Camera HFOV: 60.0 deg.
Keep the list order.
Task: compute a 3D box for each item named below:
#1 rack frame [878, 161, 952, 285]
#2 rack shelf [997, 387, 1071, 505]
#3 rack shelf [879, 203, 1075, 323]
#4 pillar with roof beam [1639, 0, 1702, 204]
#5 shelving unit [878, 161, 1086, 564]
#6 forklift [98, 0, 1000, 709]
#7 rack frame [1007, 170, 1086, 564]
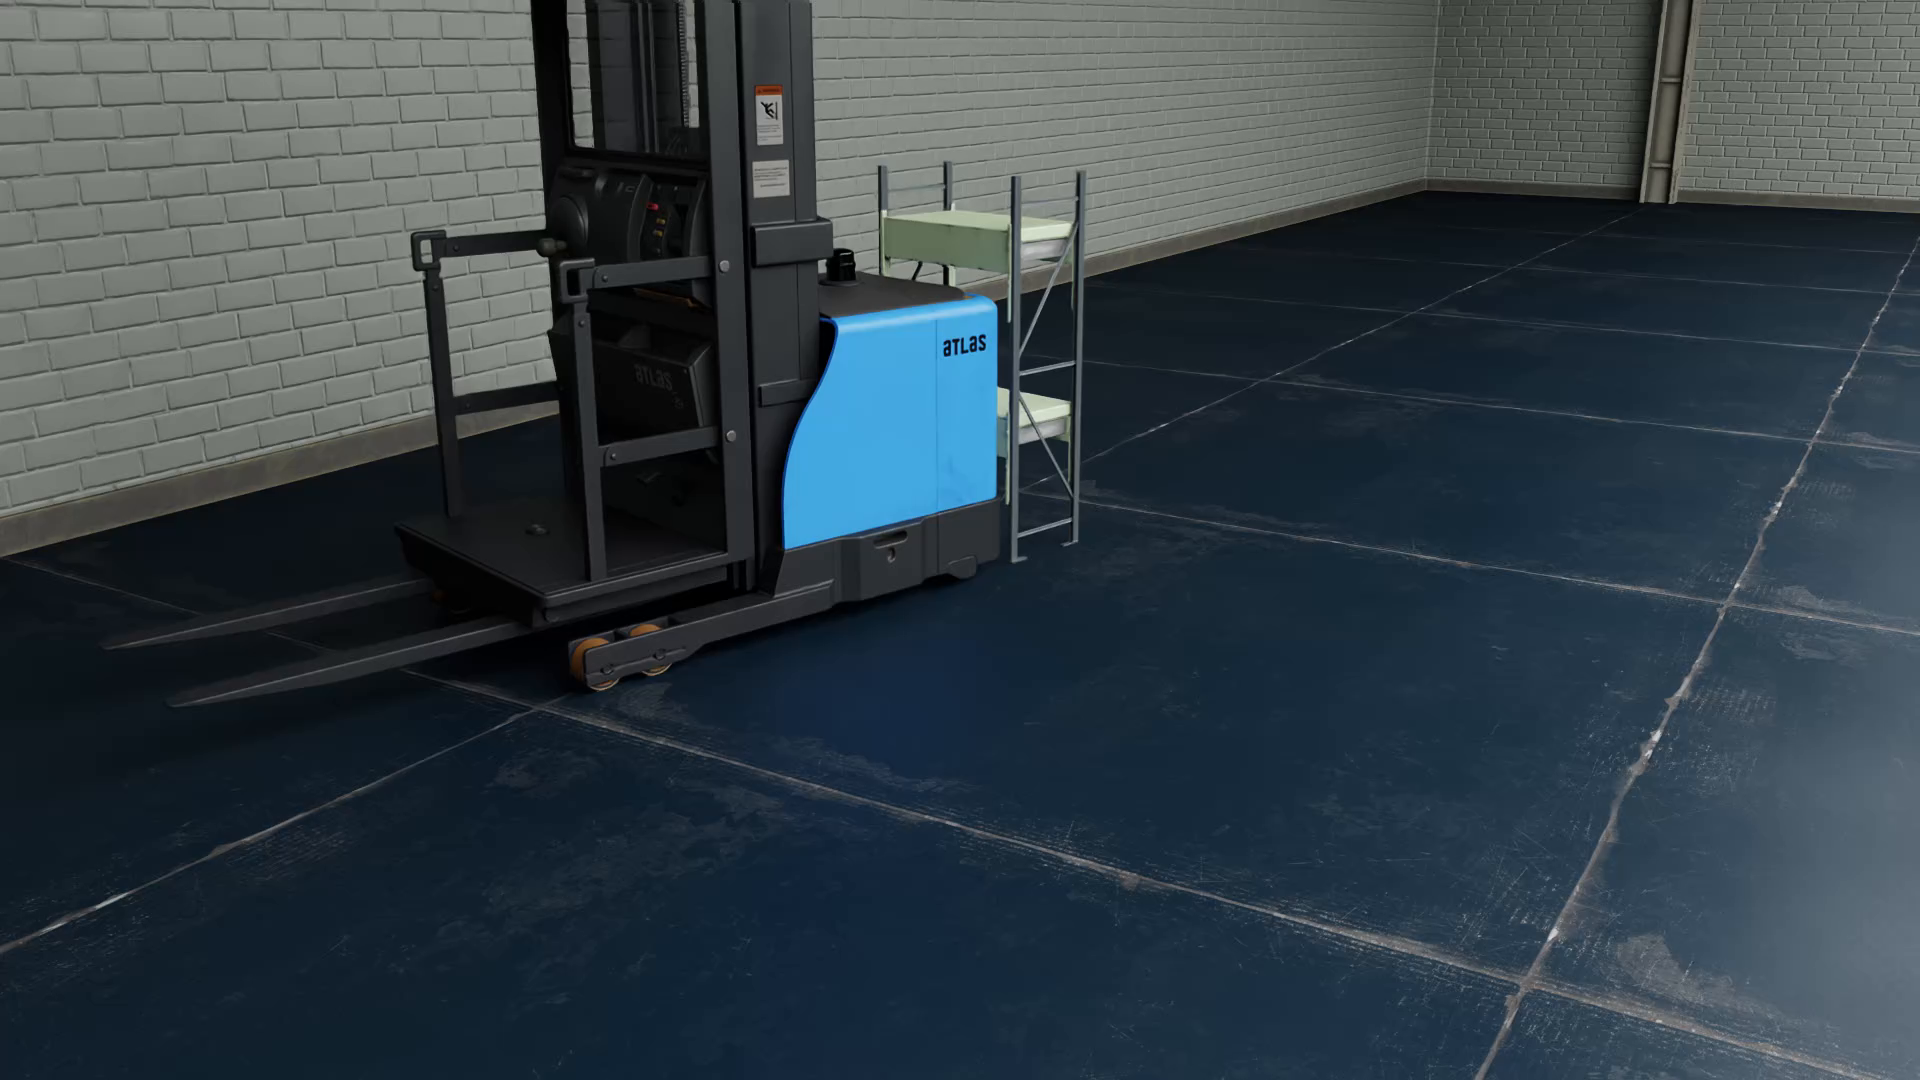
[{"bbox_3d":[-0.180,-0.818,6.995,0.400,1.500,0.023,-16,23,-43],"label":"rack frame"},{"bbox_3d":[0.079,-0.431,6.842,0.431,0.370,0.720,-16,23,-43],"label":"rack shelf"},{"bbox_3d":[0.079,-1.116,6.634,0.431,0.370,0.720,-16,23,-43],"label":"rack shelf"},{"bbox_3d":[6.479,-7.469,15.986,0.400,9.000,9.100,10,20,30],"label":"pillar with roof beam"},{"bbox_3d":[0.079,-0.743,6.747,0.431,1.500,0.755,-16,23,-43],"label":"shelving unit"},{"bbox_3d":[-1.279,-1.093,5.436,3.031,2.935,1.130,-15,22,-40],"label":"forklift"},{"bbox_3d":[0.338,-0.668,6.499,0.400,1.500,0.023,-16,23,-43],"label":"rack frame"}]
